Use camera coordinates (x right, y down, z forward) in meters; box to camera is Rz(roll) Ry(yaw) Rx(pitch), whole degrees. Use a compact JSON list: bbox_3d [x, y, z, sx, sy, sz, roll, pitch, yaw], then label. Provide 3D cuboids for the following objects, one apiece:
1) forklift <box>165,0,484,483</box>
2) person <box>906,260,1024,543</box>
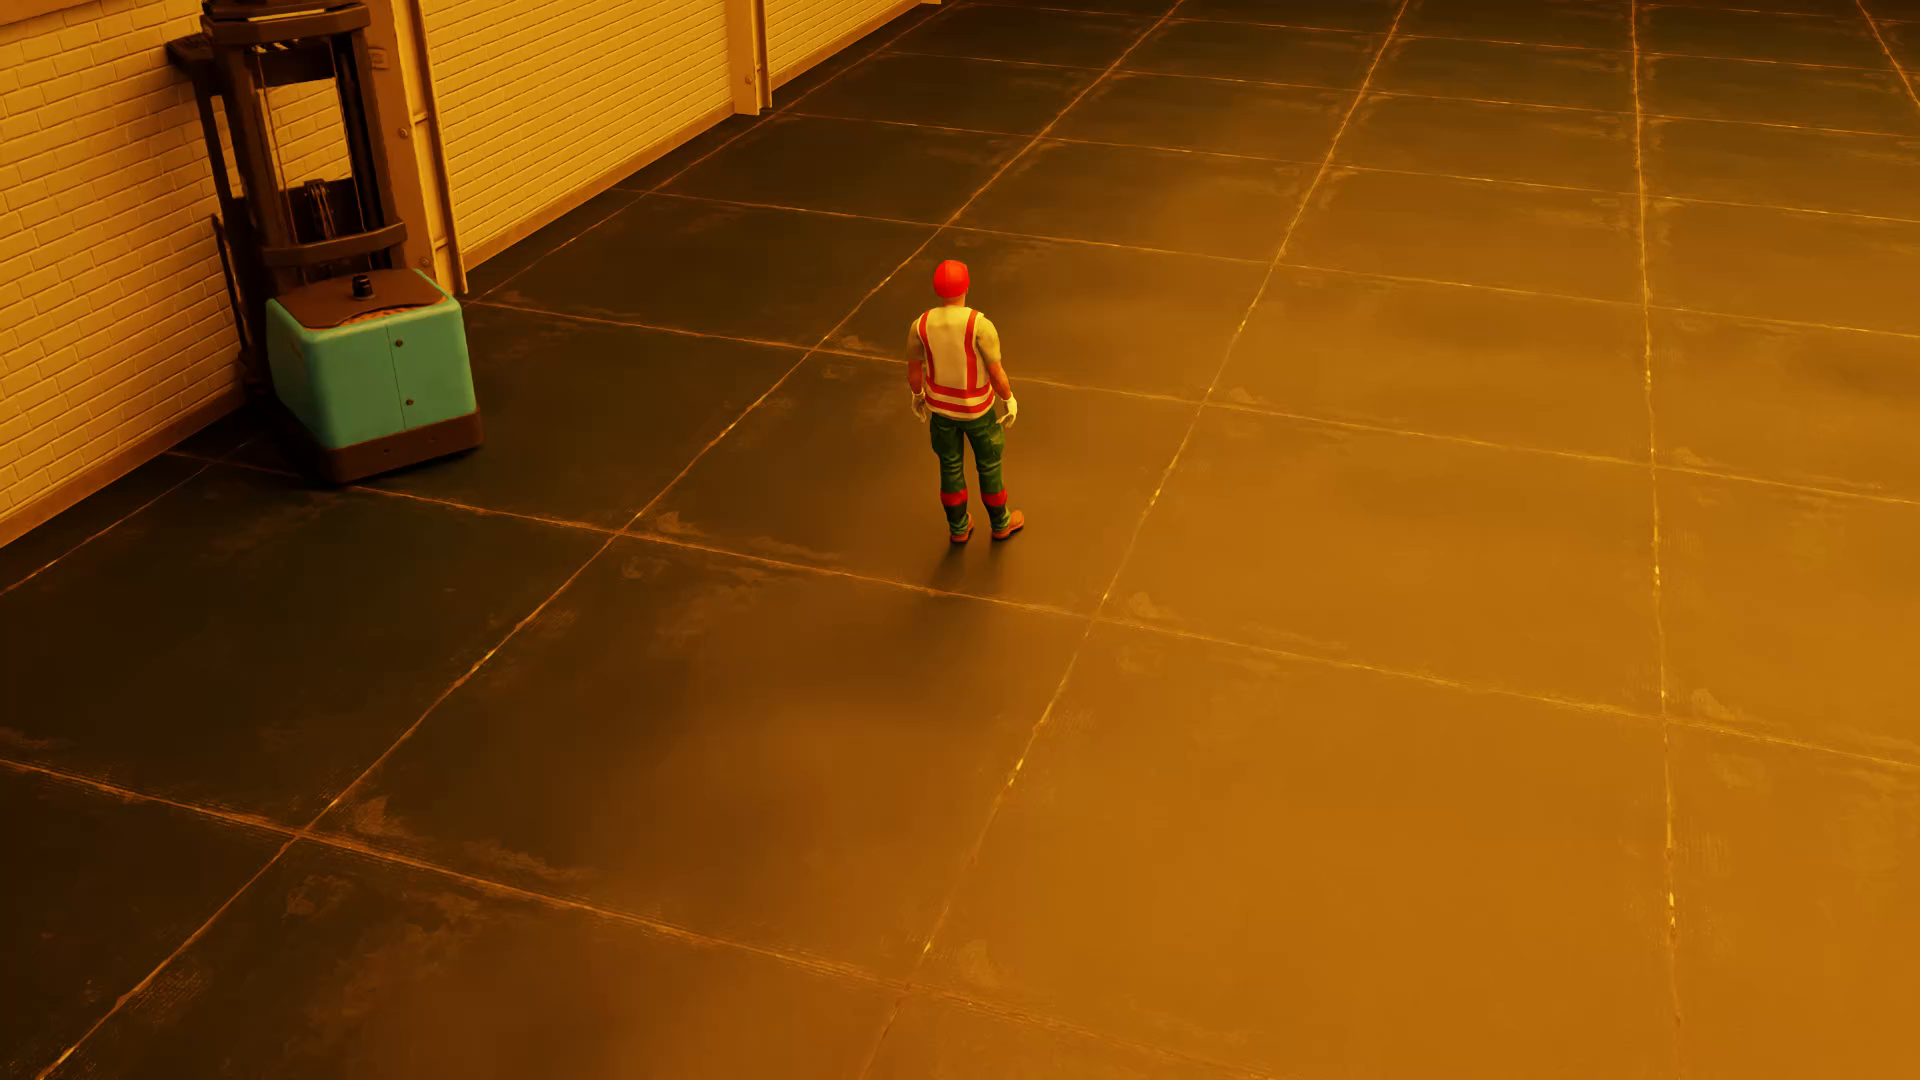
[{"bbox_3d":[-4.455,-2.310,11.189,1.130,2.935,3.031,-20,35,-31],"label":"forklift"},{"bbox_3d":[0.038,-0.819,9.711,0.637,1.787,0.564,10,31,16],"label":"person"}]
